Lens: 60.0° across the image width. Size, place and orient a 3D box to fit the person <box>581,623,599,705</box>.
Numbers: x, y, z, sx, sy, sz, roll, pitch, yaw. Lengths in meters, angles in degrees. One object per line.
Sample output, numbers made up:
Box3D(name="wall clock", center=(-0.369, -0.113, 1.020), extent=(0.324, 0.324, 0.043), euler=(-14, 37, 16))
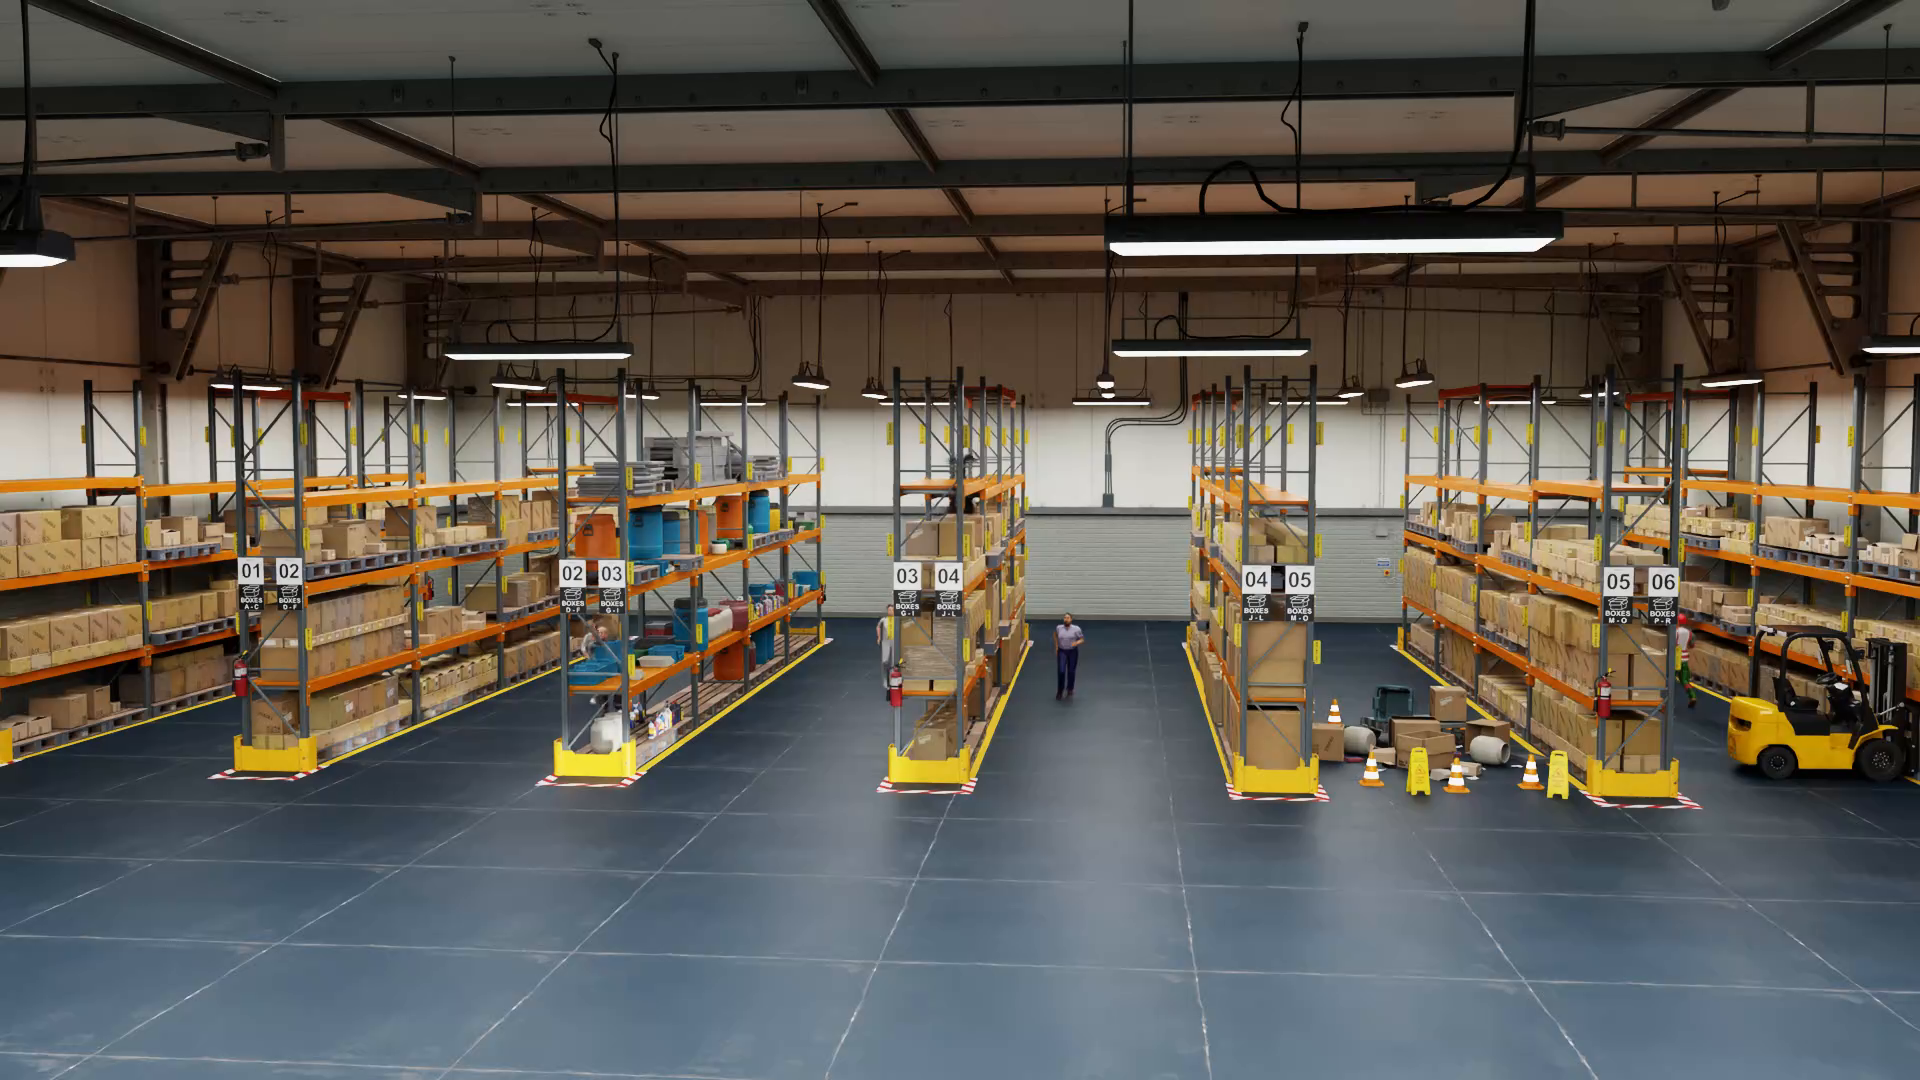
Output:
Box3D(name="person", center=(-6.863, 2.307, 31.411), extent=(0.550, 1.552, 0.866), euler=(-1, 4, -9))

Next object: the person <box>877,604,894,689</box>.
Box3D(name="person", center=(-1.389, 2.114, 33.063), extent=(0.540, 1.686, 0.698), euler=(0, 4, -2))

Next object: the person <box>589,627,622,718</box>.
Box3D(name="person", center=(-6.271, 2.347, 29.712), extent=(0.698, 1.638, 0.904), euler=(-1, 4, -12))

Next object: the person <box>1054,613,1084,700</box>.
Box3D(name="person", center=(2.073, 2.223, 31.733), extent=(0.589, 1.682, 0.721), euler=(0, 4, 5))

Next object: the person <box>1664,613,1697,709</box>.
Box3D(name="person", center=(13.067, 2.209, 30.248), extent=(0.655, 1.765, 1.000), euler=(0, 4, -5))
